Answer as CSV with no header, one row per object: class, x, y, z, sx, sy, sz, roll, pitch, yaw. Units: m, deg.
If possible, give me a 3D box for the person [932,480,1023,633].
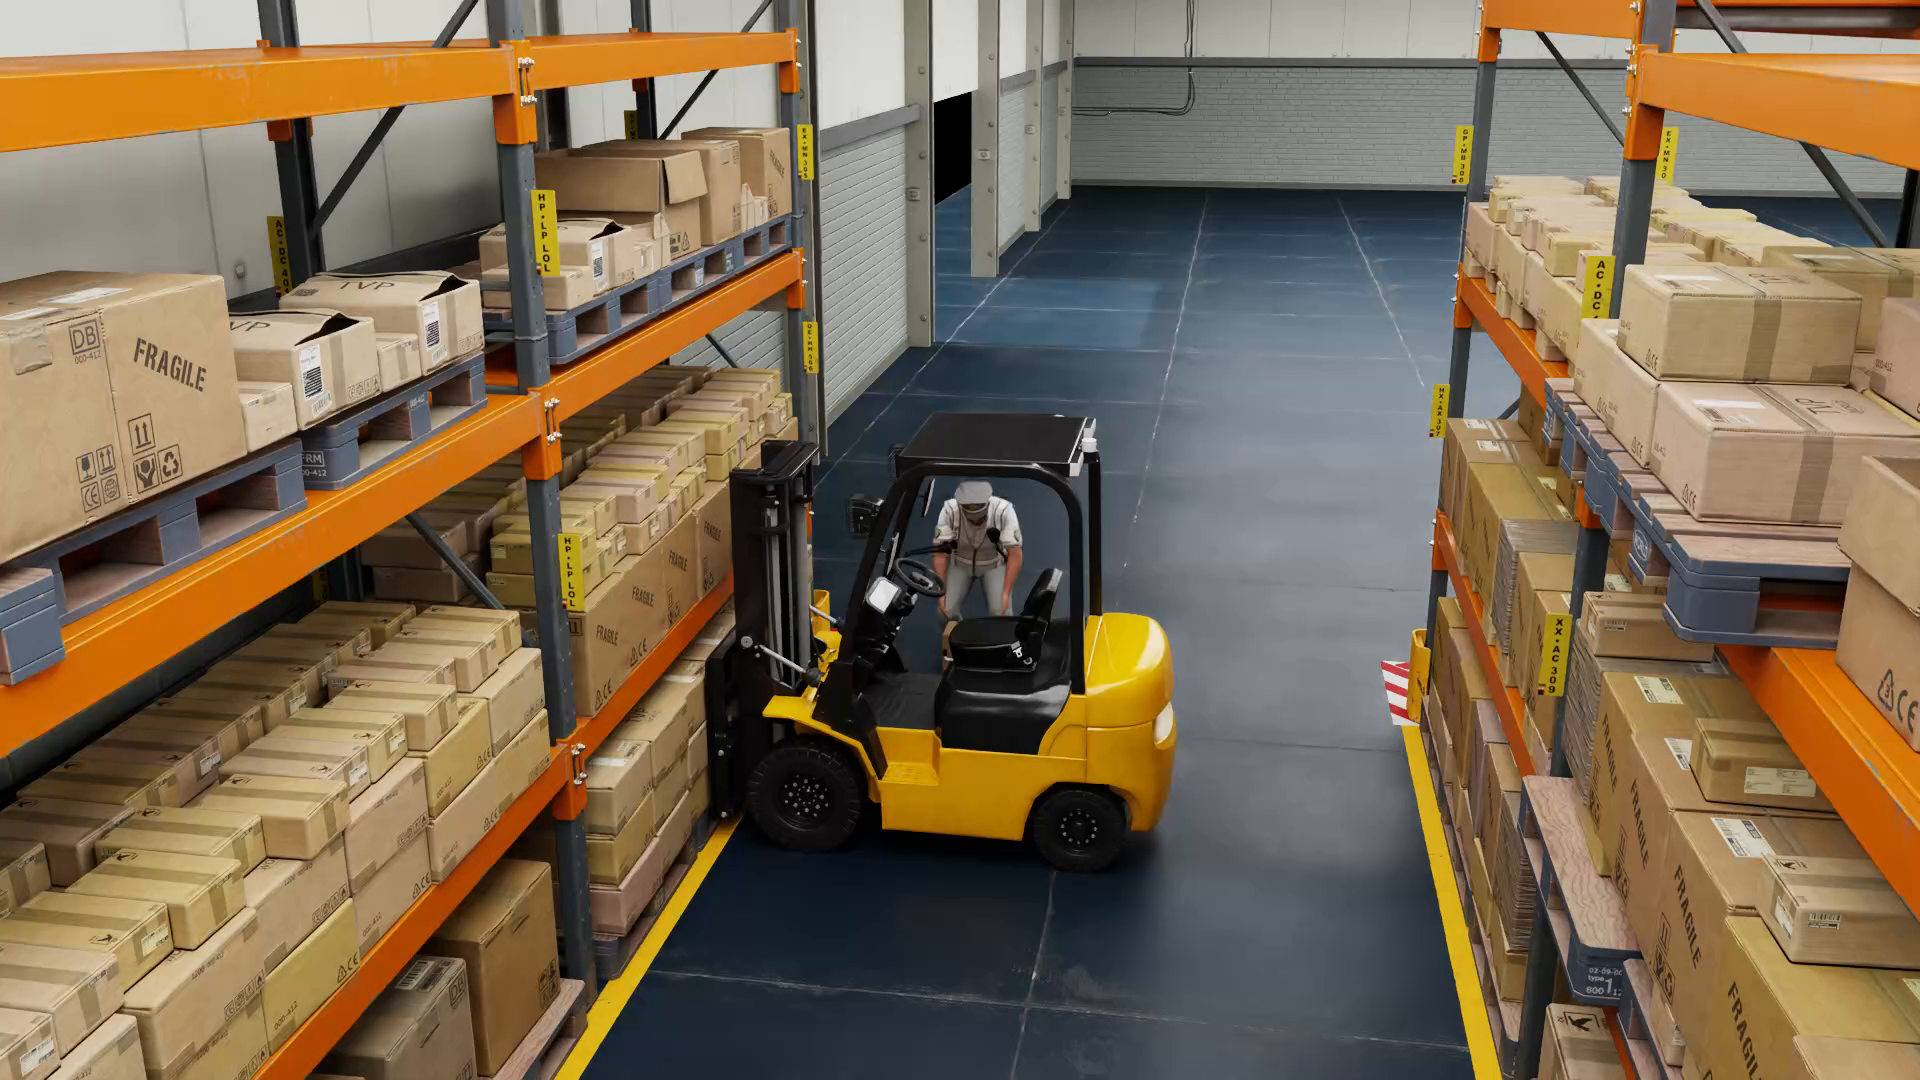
person,0.130,0.216,10.985,0.590,1.383,0.824,3,18,9
